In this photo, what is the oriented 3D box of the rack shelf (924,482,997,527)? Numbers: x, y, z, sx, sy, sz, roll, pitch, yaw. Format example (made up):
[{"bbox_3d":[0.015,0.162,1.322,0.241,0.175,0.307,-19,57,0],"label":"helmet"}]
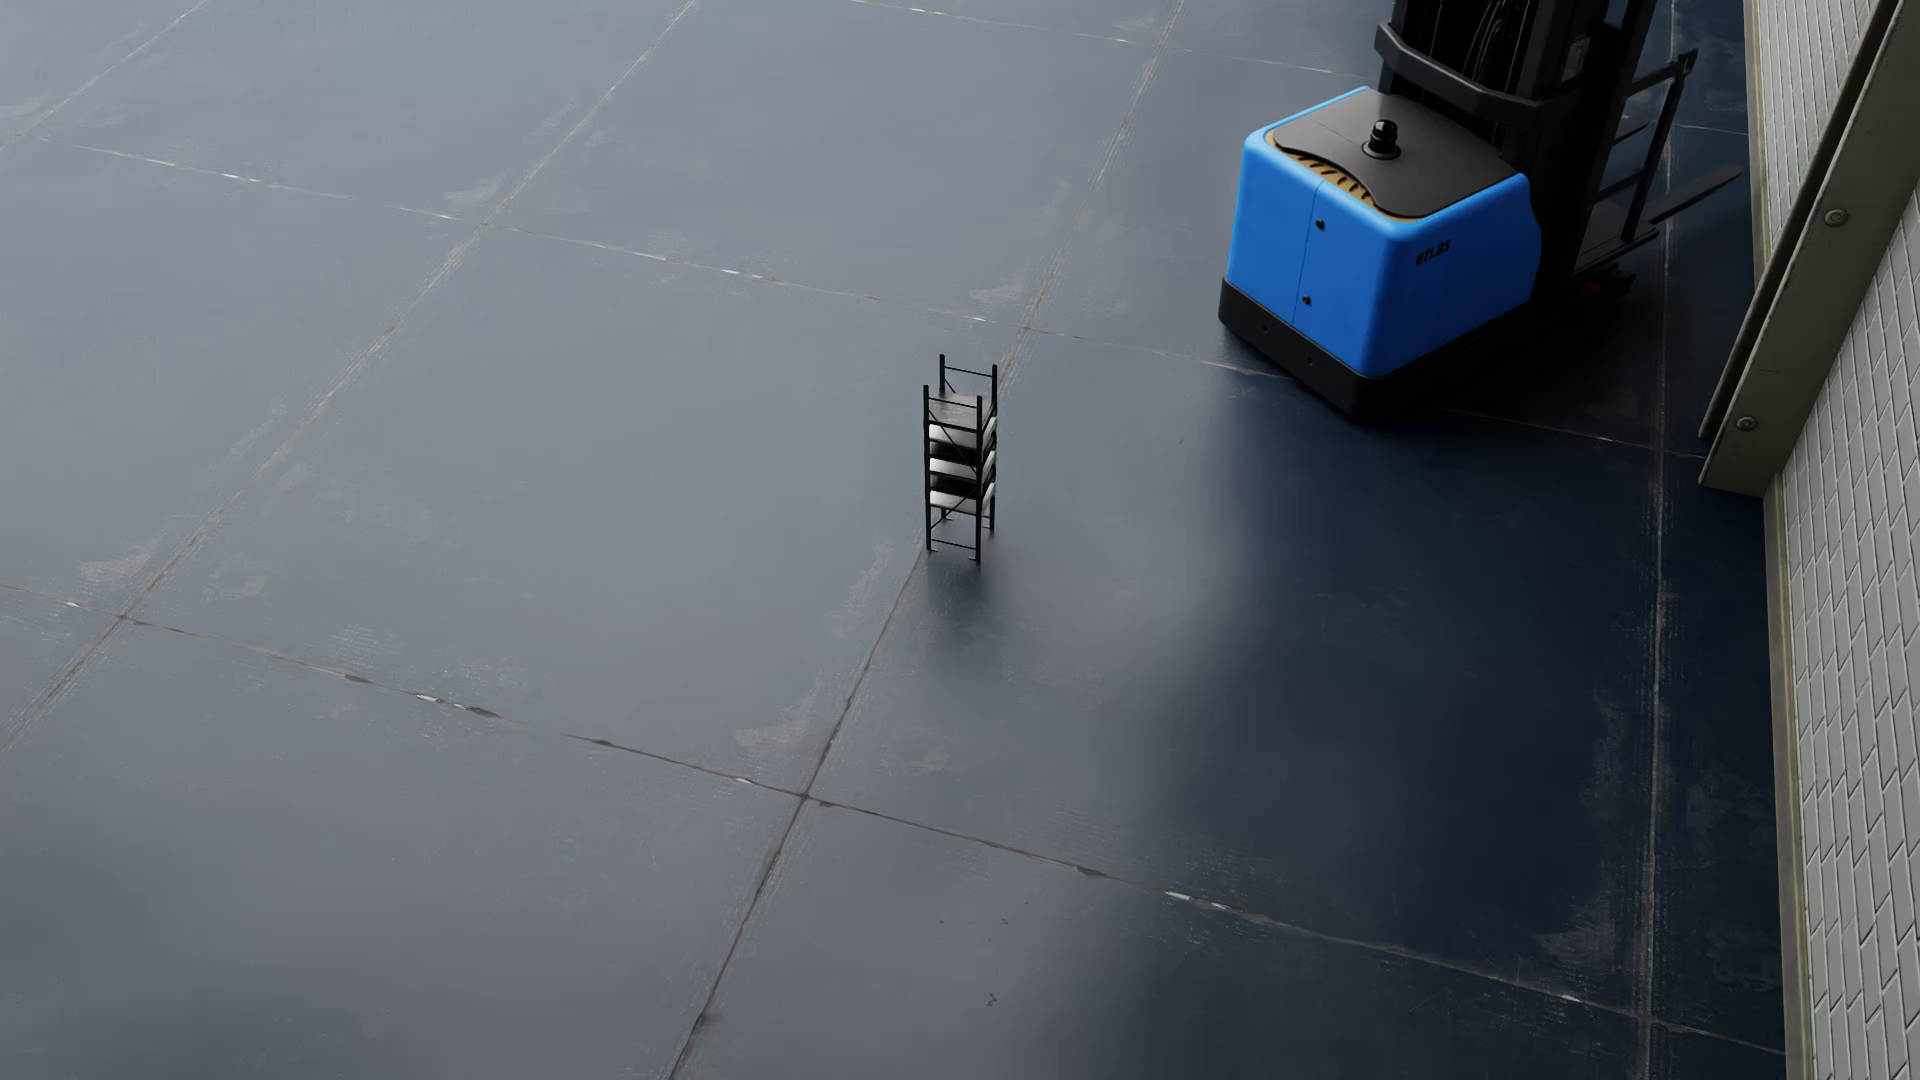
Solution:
[{"bbox_3d":[0.002,-0.175,6.989,0.258,0.077,0.200,13,46,13],"label":"rack shelf"}]

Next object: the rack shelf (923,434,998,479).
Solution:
[{"bbox_3d":[0.002,-0.368,6.800,0.258,0.077,0.200,13,46,13],"label":"rack shelf"}]

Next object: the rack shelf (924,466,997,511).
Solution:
[{"bbox_3d":[0.002,-0.239,6.926,0.258,0.077,0.200,13,46,13],"label":"rack shelf"}]

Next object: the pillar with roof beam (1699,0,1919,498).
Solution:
[{"bbox_3d":[-0.608,-4.472,5.285,9.100,9.000,0.400,13,46,13],"label":"pillar with roof beam"}]

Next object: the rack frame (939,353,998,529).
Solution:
[{"bbox_3d":[0.033,-0.395,6.909,0.240,0.900,0.006,13,46,13],"label":"rack frame"}]

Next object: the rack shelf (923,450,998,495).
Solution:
[{"bbox_3d":[0.002,-0.303,6.863,0.258,0.077,0.200,13,46,13],"label":"rack shelf"}]

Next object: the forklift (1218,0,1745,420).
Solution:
[{"bbox_3d":[2.758,-2.435,7.541,3.031,2.935,1.130,-27,50,-25],"label":"forklift"}]

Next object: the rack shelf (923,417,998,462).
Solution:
[{"bbox_3d":[0.002,-0.432,6.737,0.258,0.077,0.200,13,46,13],"label":"rack shelf"}]

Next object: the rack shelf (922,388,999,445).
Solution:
[{"bbox_3d":[0.002,-0.496,6.674,0.258,0.077,0.200,13,46,13],"label":"rack shelf"}]

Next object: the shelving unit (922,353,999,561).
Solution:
[{"bbox_3d":[0.002,-0.327,6.840,0.258,0.900,0.210,13,46,13],"label":"shelving unit"}]

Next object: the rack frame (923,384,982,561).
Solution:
[{"bbox_3d":[-0.028,-0.259,6.771,0.240,0.900,0.006,13,46,13],"label":"rack frame"}]
